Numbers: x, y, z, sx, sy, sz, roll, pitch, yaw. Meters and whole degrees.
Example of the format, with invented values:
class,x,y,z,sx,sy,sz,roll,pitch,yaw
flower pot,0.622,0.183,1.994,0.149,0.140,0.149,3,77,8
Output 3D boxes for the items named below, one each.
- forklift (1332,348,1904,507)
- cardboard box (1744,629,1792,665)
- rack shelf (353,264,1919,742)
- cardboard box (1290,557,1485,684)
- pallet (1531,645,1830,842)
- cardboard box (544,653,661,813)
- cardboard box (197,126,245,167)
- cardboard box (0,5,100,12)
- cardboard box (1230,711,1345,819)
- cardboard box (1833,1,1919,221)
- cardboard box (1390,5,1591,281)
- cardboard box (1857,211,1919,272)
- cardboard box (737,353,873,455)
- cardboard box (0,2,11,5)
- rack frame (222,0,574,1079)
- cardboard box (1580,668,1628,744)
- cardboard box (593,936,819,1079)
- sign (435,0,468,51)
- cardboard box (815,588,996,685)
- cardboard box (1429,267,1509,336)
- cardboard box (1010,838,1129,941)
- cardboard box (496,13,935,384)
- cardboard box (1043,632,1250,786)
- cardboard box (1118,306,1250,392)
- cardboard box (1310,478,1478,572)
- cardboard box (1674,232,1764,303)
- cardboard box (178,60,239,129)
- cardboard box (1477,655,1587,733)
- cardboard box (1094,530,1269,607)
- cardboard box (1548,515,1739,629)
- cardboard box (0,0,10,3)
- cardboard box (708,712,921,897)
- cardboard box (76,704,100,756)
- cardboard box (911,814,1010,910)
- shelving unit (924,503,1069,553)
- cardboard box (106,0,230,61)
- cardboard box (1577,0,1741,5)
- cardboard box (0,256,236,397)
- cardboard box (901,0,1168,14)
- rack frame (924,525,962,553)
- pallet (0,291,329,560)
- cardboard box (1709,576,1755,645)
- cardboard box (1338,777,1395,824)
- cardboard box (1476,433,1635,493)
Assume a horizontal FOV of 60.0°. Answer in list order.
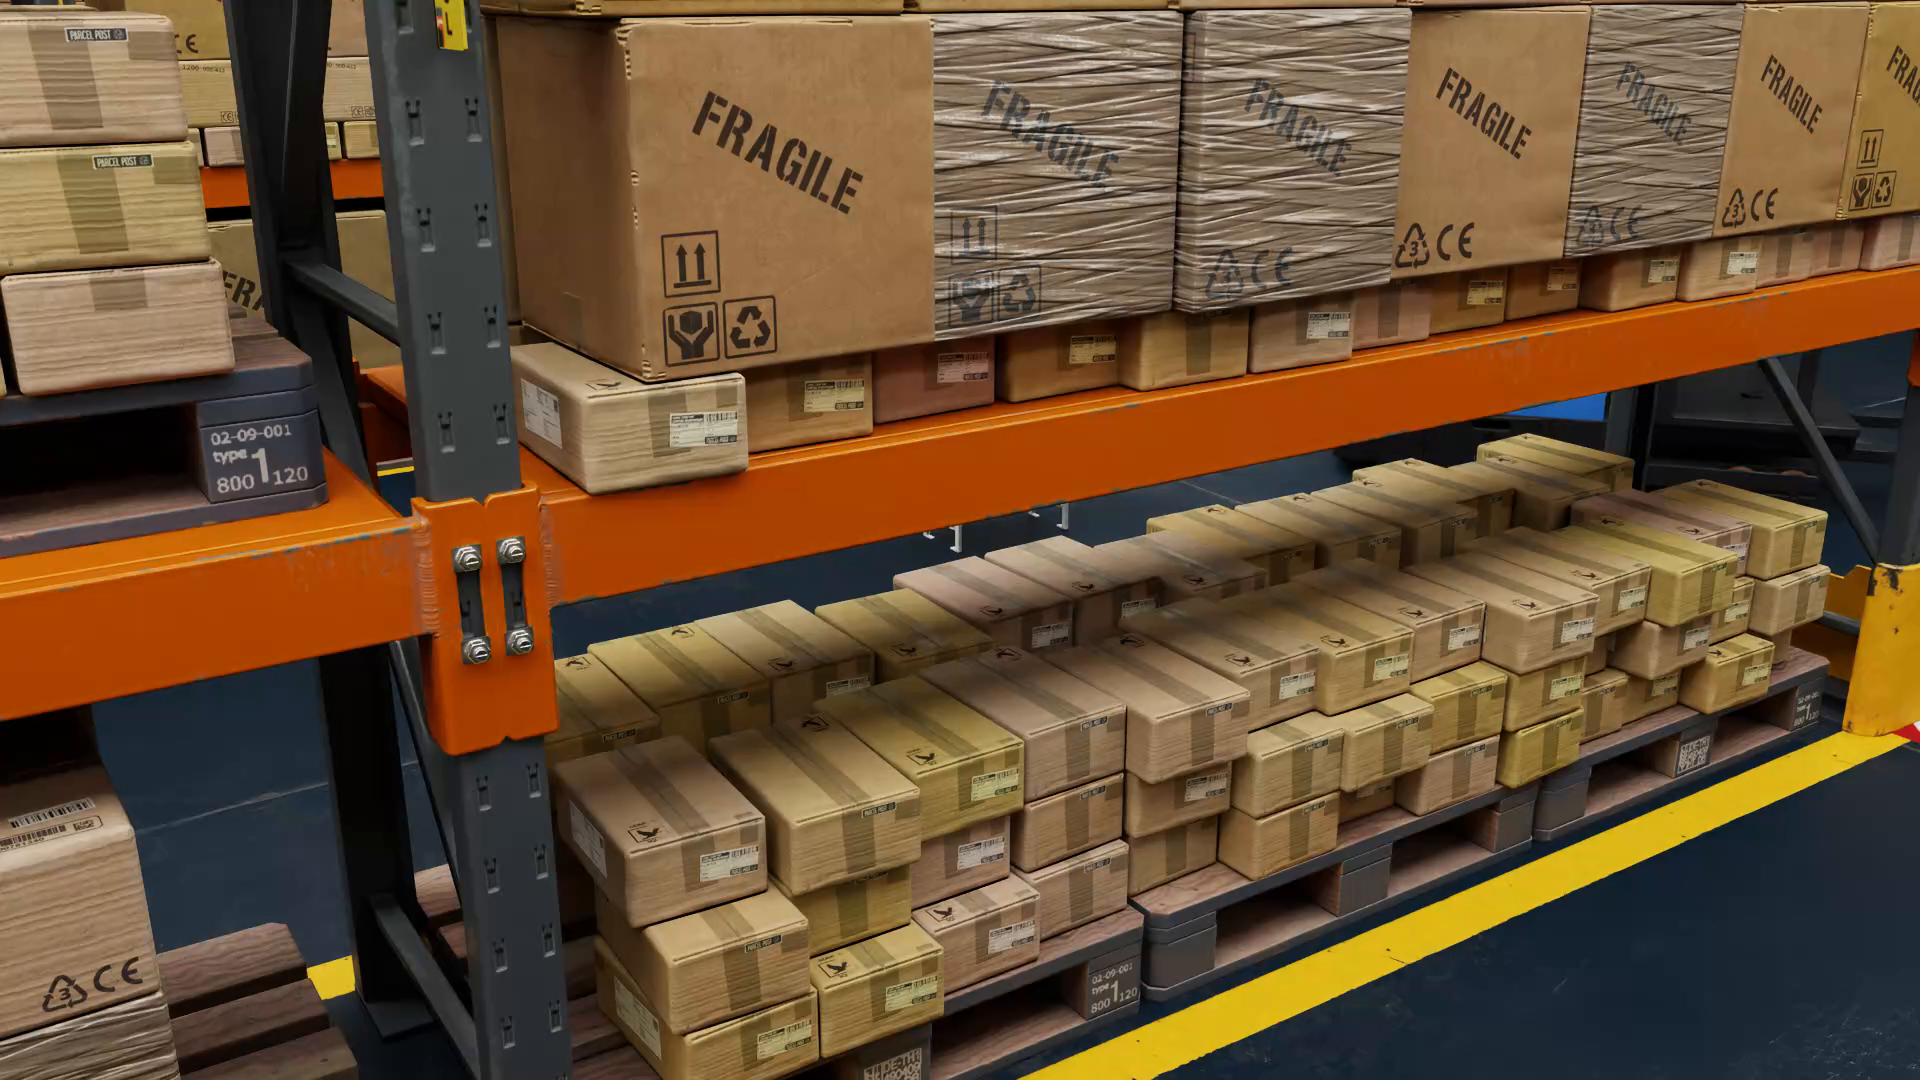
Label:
class,x,y,z,sx,sy,sz,roll,pitch,yaw
forklift,3.166,-1.685,6.654,3.031,2.935,1.130,6,19,16
cardboard box,2.081,0.235,4.660,0.250,0.149,0.380,-11,22,-30
rack shelf,0.736,-0.372,3.783,4.000,0.370,1.077,-12,22,-31
cardboard box,0.990,0.182,3.889,0.250,0.149,0.380,-13,23,-33
pallet,1.645,0.403,4.722,1.213,0.211,1.003,-12,22,-31
cardboard box,-0.781,0.377,3.312,0.250,0.149,0.380,-11,22,-30
cardboard box,-2.929,-1.595,6.671,0.250,0.149,0.380,-13,22,-33
cardboard box,-1.516,-0.775,2.663,0.250,0.149,0.380,-11,21,-29
cardboard box,0.605,0.435,3.606,0.250,0.149,0.380,-12,22,-32
cardboard box,2.172,-1.105,4.209,0.500,0.500,0.500,-11,22,-30
cardboard box,0.899,-0.839,3.421,0.500,0.500,0.500,-11,21,-29
cardboard box,2.289,-0.813,4.357,0.250,0.149,0.380,-12,22,-31
cardboard box,-0.343,-0.269,2.748,0.250,0.149,0.380,-11,22,-30
cardboard box,-8.448,-4.419,14.477,0.500,0.500,0.500,-11,22,-30
rack frame,-0.935,-0.360,2.626,0.127,3.000,1.000,-12,22,-31
cardboard box,1.455,0.378,4.238,0.250,0.149,0.380,-12,22,-31
cardboard box,-0.454,0.813,2.951,0.250,0.149,0.380,-13,23,-34
sign,-0.626,-0.761,2.004,0.005,0.325,0.100,-12,22,-31
cardboard box,-0.125,0.251,3.685,0.250,0.149,0.380,-11,22,-30
cardboard box,0.953,-0.558,3.604,0.250,0.149,0.380,-11,22,-30
cardboard box,0.132,0.651,3.432,0.250,0.149,0.380,-12,22,-33
cardboard box,-0.382,-0.568,2.621,0.500,0.500,0.500,-12,22,-32
cardboard box,0.377,0.339,3.425,0.250,0.149,0.380,-11,22,-30
cardboard box,0.328,-0.403,3.146,0.250,0.149,0.380,-11,22,-30
cardboard box,1.175,-0.037,4.537,0.250,0.149,0.380,-13,23,-34
cardboard box,1.660,-0.679,3.963,0.250,0.149,0.380,-11,22,-30
cardboard box,-3.042,-1.787,6.617,0.500,0.250,0.500,-12,22,-32
cardboard box,1.264,0.302,3.999,0.250,0.149,0.380,-12,22,-31
cardboard box,0.536,0.114,4.092,0.250,0.149,0.380,-12,22,-31
cardboard box,1.716,0.075,4.207,0.250,0.149,0.380,-12,22,-33
cardboard box,-8.475,-4.884,14.290,0.500,0.500,0.500,-11,22,-30
cardboard box,-0.270,0.472,3.032,0.250,0.149,0.380,-11,21,-29
cardboard box,-1.697,0.329,2.663,0.500,0.250,0.500,-13,23,-34
cardboard box,-0.110,0.551,3.262,0.250,0.149,0.380,-12,22,-32
shelving unit,0.138,-0.598,6.139,0.503,1.200,0.258,-12,22,-31
cardboard box,-3.037,-2.146,6.507,0.500,0.500,0.500,-12,22,-31
cardboard box,1.308,-1.396,3.509,0.500,0.500,0.500,-11,21,-29
cardboard box,-1.157,-0.317,2.236,0.250,0.149,0.380,-12,22,-33
cardboard box,0.001,-1.132,2.727,0.500,0.500,0.500,-13,22,-33
rack frame,-0.066,-0.555,6.012,0.015,1.200,0.240,-12,22,-31
pallet,-1.653,-0.173,2.374,1.213,0.211,1.003,-12,22,-31
cardboard box,1.874,0.147,4.458,0.250,0.149,0.380,-13,22,-33
cardboard box,0.785,0.507,3.856,0.250,0.149,0.380,-11,22,-30
cardboard box,1.782,-0.193,5.000,0.250,0.149,0.380,-13,23,-34
